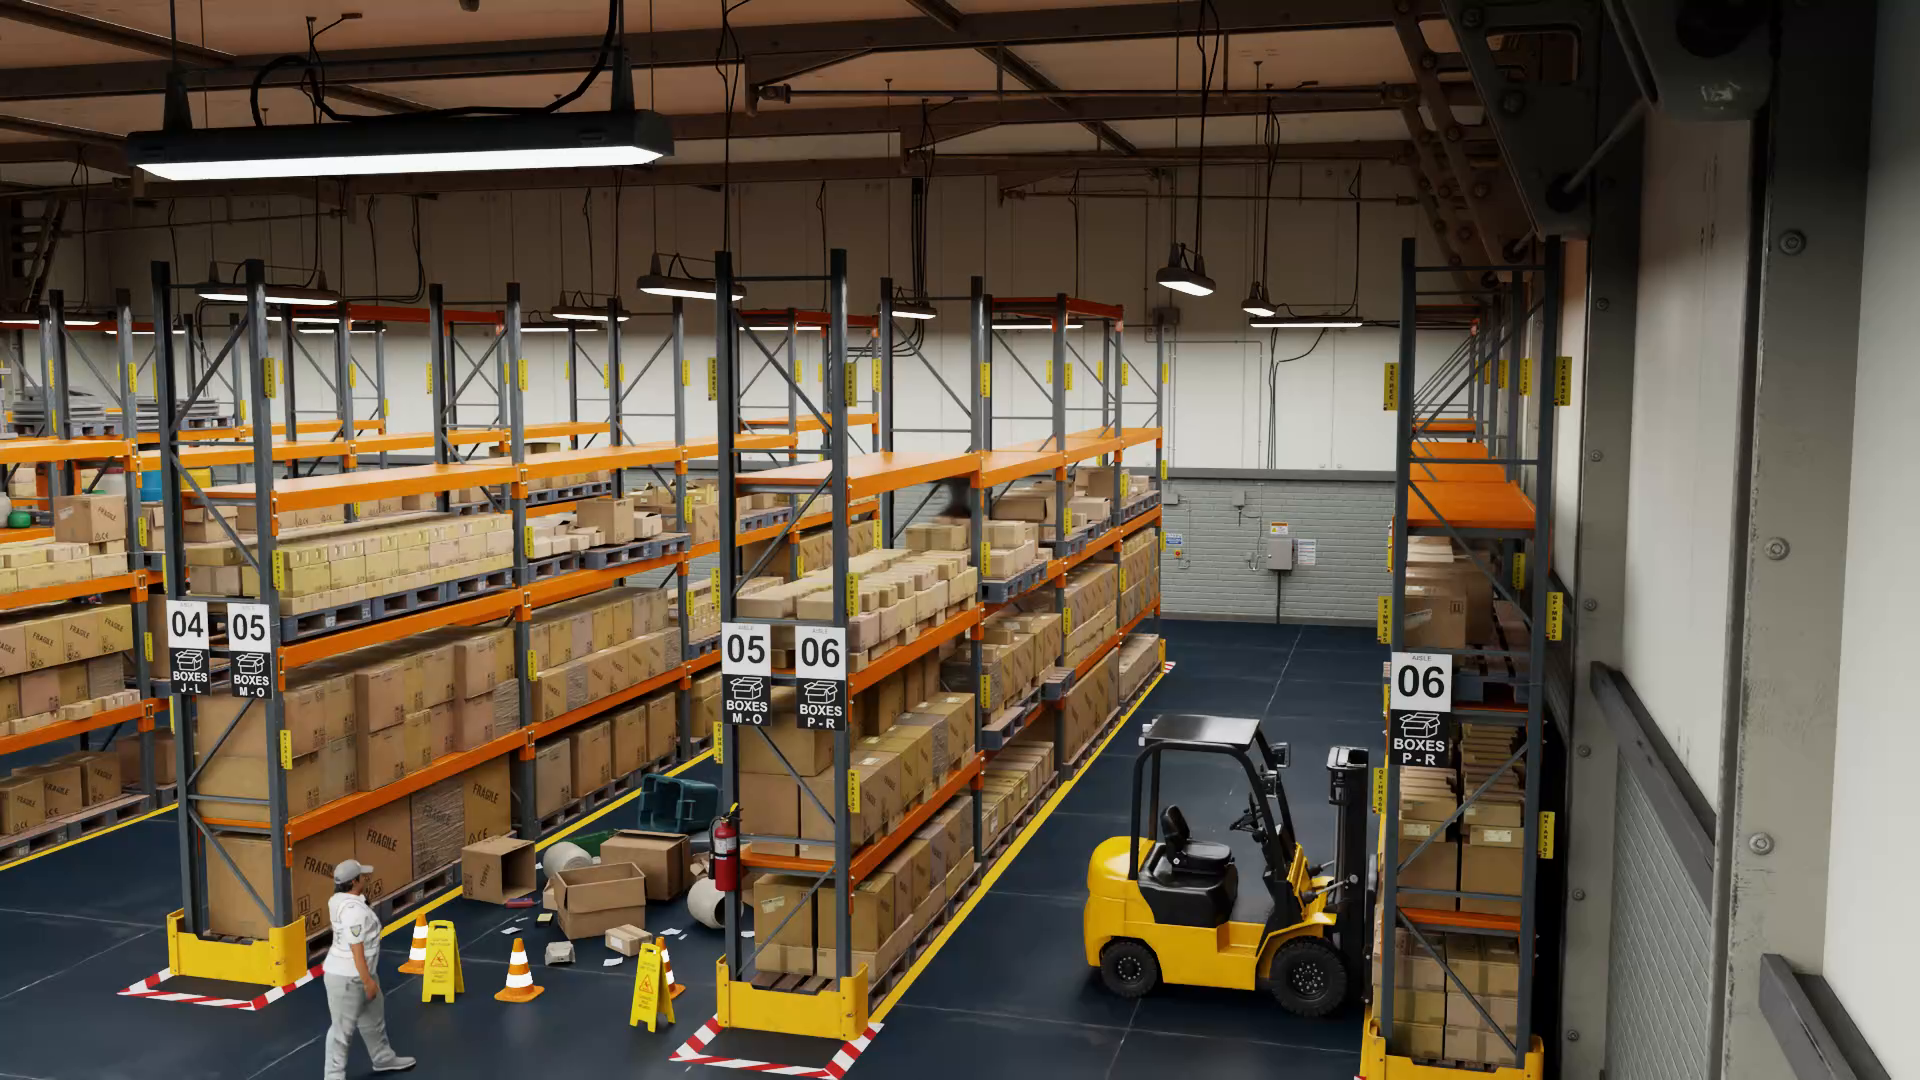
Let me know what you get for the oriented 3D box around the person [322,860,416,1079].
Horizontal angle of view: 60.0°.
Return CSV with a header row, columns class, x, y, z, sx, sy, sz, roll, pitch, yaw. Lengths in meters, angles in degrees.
class,x,y,z,sx,sy,sz,roll,pitch,yaw
person,-4.271,3.097,11.935,0.597,1.647,0.553,-1,6,-11
